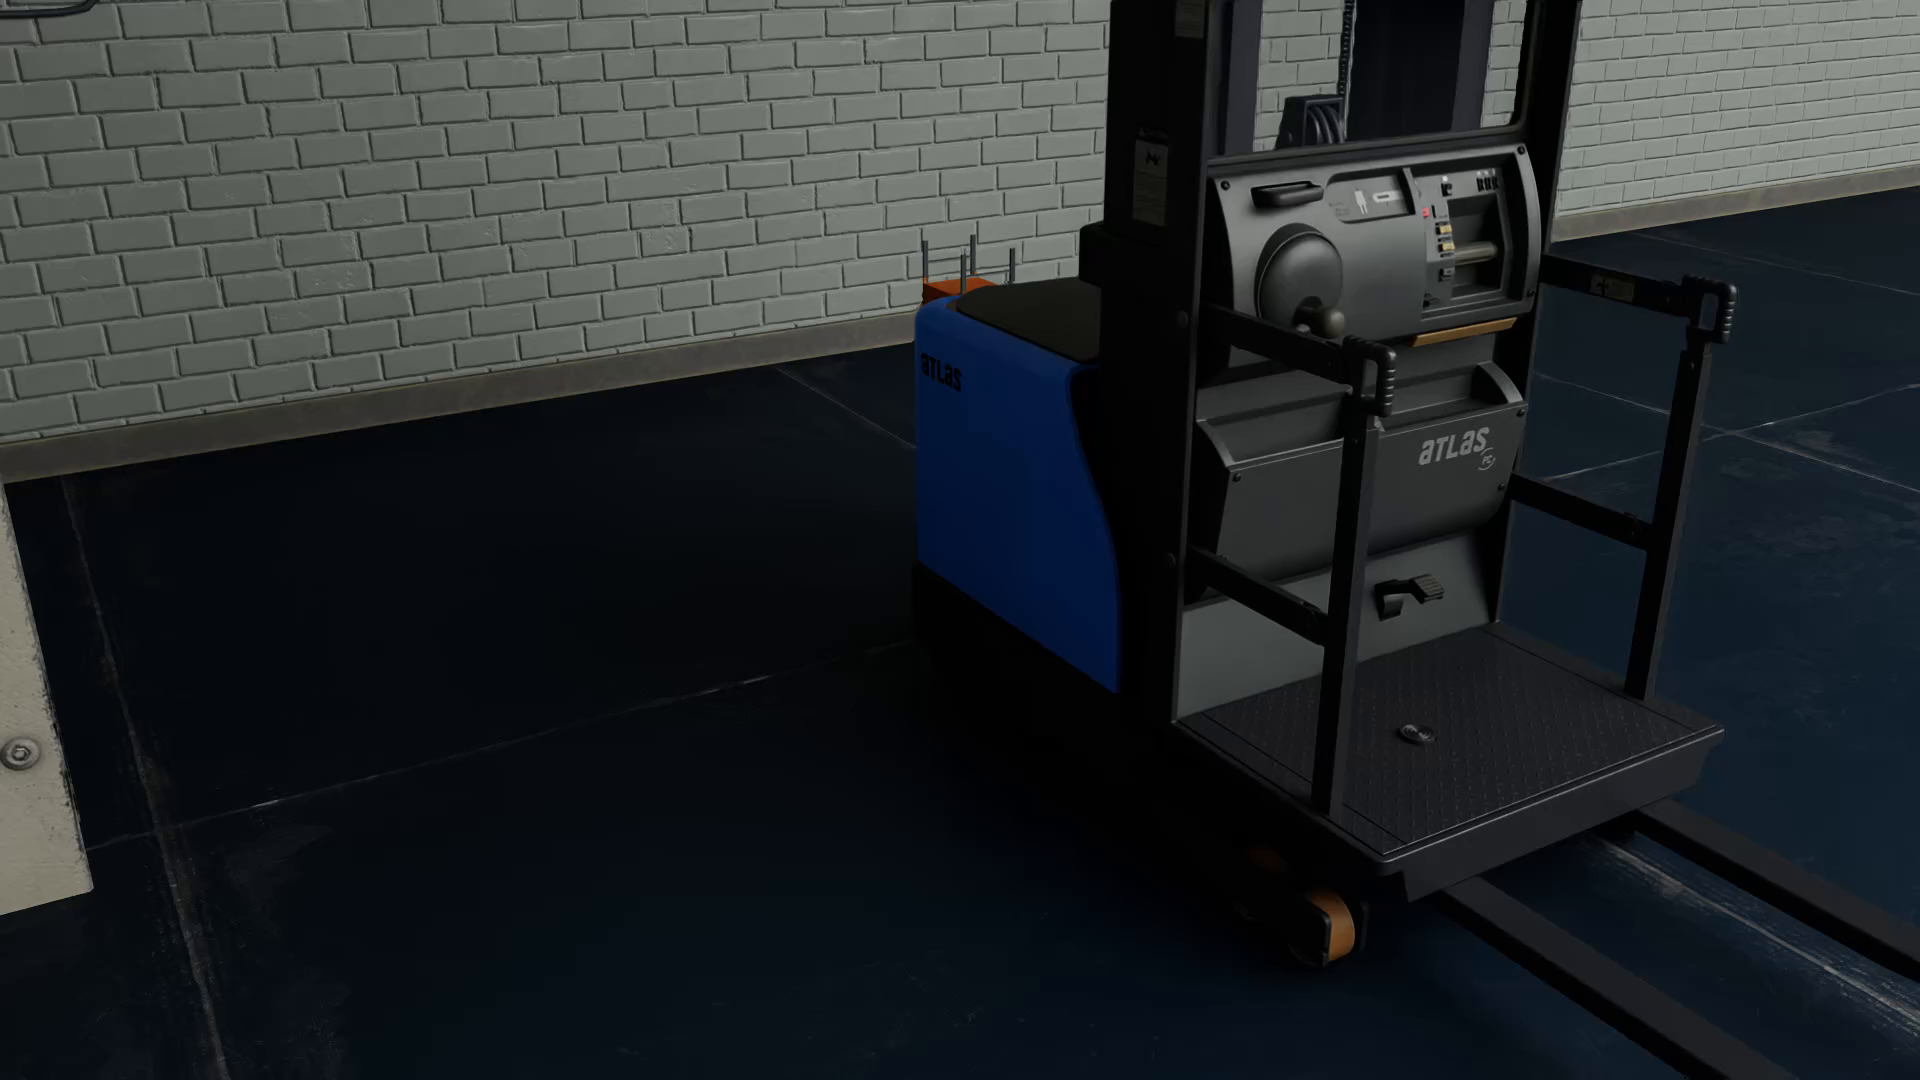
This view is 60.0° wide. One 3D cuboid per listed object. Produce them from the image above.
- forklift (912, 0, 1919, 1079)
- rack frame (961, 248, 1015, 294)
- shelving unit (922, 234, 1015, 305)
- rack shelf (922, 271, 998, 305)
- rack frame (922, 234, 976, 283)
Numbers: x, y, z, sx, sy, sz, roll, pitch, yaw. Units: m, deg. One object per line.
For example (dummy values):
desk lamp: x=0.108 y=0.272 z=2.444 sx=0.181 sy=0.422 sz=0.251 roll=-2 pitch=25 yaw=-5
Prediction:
forklift: x=1.050 y=-0.645 z=3.506 sx=1.130 sy=2.935 sz=3.031 roll=-13 pitch=25 yaw=-29
rack frame: x=0.090 y=-0.430 z=5.474 sx=0.200 sy=1.050 sz=0.008 roll=-13 pitch=25 yaw=-28
shelving unit: x=0.027 y=-0.469 z=5.571 sx=0.215 sy=1.050 sz=0.252 roll=-13 pitch=25 yaw=-28
rack shelf: x=0.027 y=-0.722 z=5.468 sx=0.215 sy=0.259 sz=0.240 roll=-13 pitch=25 yaw=-28
rack frame: x=-0.035 y=-0.509 z=5.668 sx=0.200 sy=1.050 sz=0.008 roll=-13 pitch=25 yaw=-28
